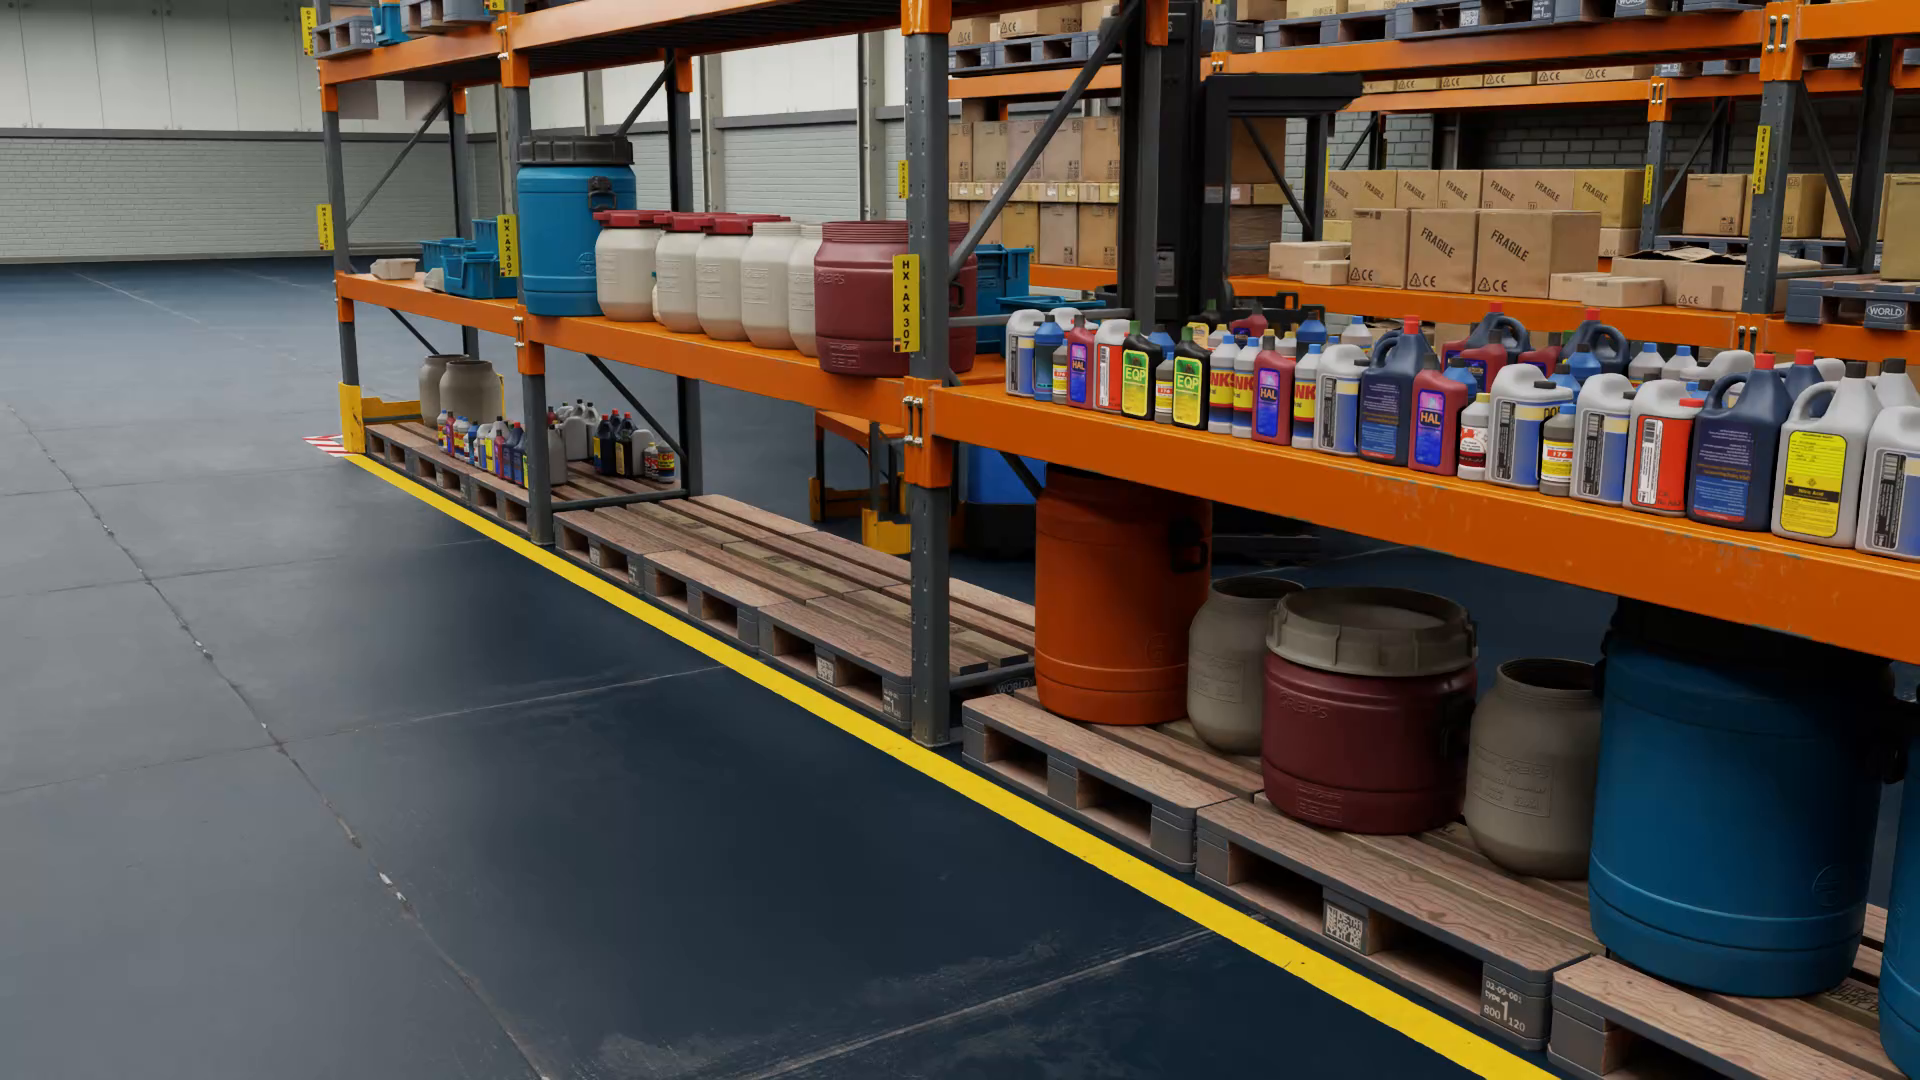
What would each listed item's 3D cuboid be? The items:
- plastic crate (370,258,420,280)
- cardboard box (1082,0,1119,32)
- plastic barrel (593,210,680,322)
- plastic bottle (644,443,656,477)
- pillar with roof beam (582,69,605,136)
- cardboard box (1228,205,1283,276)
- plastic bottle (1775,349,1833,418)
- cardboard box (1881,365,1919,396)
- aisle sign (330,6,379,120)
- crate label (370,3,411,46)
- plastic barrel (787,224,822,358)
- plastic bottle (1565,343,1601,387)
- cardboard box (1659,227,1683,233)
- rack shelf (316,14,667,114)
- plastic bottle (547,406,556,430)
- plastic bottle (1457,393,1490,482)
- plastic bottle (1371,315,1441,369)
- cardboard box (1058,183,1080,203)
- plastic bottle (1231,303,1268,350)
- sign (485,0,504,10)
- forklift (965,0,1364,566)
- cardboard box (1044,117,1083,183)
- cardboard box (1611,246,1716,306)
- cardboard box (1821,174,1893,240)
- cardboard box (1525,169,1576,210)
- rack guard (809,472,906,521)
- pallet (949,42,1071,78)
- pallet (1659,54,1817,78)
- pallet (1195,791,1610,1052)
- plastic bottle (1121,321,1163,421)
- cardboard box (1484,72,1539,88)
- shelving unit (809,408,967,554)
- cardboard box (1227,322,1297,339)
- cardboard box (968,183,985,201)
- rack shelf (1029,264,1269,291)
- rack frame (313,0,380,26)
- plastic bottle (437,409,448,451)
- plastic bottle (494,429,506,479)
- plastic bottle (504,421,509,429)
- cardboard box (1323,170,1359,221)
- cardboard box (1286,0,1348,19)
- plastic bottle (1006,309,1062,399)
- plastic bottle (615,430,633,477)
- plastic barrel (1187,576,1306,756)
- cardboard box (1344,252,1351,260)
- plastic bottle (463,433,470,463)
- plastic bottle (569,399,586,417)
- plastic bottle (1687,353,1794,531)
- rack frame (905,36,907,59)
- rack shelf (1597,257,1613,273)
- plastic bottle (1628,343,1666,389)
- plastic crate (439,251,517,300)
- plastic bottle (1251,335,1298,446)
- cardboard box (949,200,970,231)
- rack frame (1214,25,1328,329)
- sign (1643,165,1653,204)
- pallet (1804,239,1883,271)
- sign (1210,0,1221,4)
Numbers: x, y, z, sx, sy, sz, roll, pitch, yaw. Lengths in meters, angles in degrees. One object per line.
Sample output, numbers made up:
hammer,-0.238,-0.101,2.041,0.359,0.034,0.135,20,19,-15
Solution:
plastic crate,-3.931,-1.880,11.557,0.298,0.136,0.250,-8,15,-33
cardboard box,1.375,-4.178,12.872,0.797,0.503,0.637,-6,14,-27
plastic barrel,-1.595,-1.365,8.266,0.433,0.535,0.433,0,12,0
plastic bottle,-1.867,-0.488,10.091,0.097,0.201,0.097,0,12,0
pillar with roof beam,-11.685,-10.047,34.239,9.100,9.000,0.400,-8,15,-33
cardboard box,1.932,-2.208,12.202,0.700,0.500,0.500,-9,15,-34
plastic bottle,1.725,-0.223,3.475,0.144,0.351,0.185,-8,15,-33
cardboard box,7.591,-1.262,12.935,0.700,0.500,0.500,-8,15,-33
aisle sign,-4.443,-3.455,12.053,0.394,0.787,0.004,-8,15,-33
crate label,-3.397,-3.227,10.425,0.502,0.251,0.408,-8,15,-33
plastic barrel,-0.474,-0.996,6.633,0.421,0.512,0.421,0,12,0
plastic bottle,1.639,-0.384,4.399,0.097,0.271,0.097,0,12,0
cardboard box,6.223,-2.713,15.052,0.500,0.250,0.500,-8,15,-32
rack shelf,-3.051,-2.965,10.560,1.077,0.370,4.000,-8,15,-33
plastic bottle,-2.748,-0.759,11.139,0.061,0.283,0.133,-8,15,-33
plastic bottle,1.230,-0.244,3.923,0.097,0.201,0.097,0,12,0
plastic bottle,1.150,-0.411,4.335,0.144,0.351,0.185,-8,15,-33
cardboard box,1.002,-2.742,13.128,0.380,0.149,0.250,-8,14,-31
plastic bottle,0.980,-0.664,5.651,0.061,0.283,0.133,-8,15,-33
sign,-2.407,-2.902,8.567,0.100,0.325,0.005,-8,15,-33
forklift,1.564,-1.411,8.955,3.031,2.935,1.130,1,12,3
cardboard box,1.097,-3.109,13.288,0.700,0.500,0.500,-8,15,-33
cardboard box,4.065,-1.508,9.444,0.500,0.311,0.500,-8,15,-33
cardboard box,7.253,-2.623,13.073,0.700,0.500,0.500,-6,14,-25
cardboard box,5.504,-3.106,15.093,0.500,0.500,0.500,-8,15,-33
rack guard,-0.612,-0.263,9.981,0.587,0.250,0.087,-5,13,-21
pallet,0.337,-4.086,14.208,1.003,0.211,1.213,-8,15,-33
pallet,6.558,-3.919,13.680,1.213,0.211,1.003,-8,15,-33
pallet,1.417,0.931,4.612,1.003,0.211,1.213,-8,15,-33
plastic bottle,0.537,-0.500,4.900,0.061,0.283,0.133,-8,15,-33
cardboard box,5.211,-4.438,15.332,0.500,0.500,0.500,-9,15,-35
shelving unit,-0.429,-0.775,9.395,0.587,1.500,1.083,-5,13,-21
cardboard box,2.186,-1.429,12.571,0.500,0.500,0.500,-8,15,-33
cardboard box,0.290,-2.971,14.176,0.380,0.149,0.250,-8,15,-33
rack shelf,1.075,-2.085,13.559,1.077,0.370,4.000,-8,15,-33
rack frame,-4.159,-5.137,11.790,1.000,3.000,0.127,-8,15,-33
plastic bottle,-3.414,-0.729,11.032,0.097,0.271,0.097,0,12,0
plastic bottle,-2.771,-0.522,10.054,0.061,0.283,0.133,-7,14,-29
plastic bottle,-2.823,-0.597,10.399,0.061,0.283,0.133,-8,15,-33
cardboard box,4.103,-3.562,17.176,0.500,0.500,0.500,-8,15,-33
cardboard box,2.516,-3.567,11.000,0.500,0.250,0.500,-6,14,-27
plastic bottle,0.244,-0.608,5.411,0.152,0.276,0.135,-8,15,-33
plastic bottle,-2.045,-0.533,10.107,0.061,0.283,0.133,-8,15,-33
plastic barrel,0.946,0.401,5.346,0.421,0.512,0.421,0,12,0
cardboard box,2.823,-1.880,11.254,0.396,0.266,0.258,-9,15,-34
plastic bottle,-3.114,-0.599,10.599,0.097,0.201,0.097,0,12,0
plastic bottle,-2.488,-0.751,10.945,0.144,0.351,0.185,-7,14,-30
plastic bottle,1.605,-0.206,3.397,0.144,0.351,0.185,-8,15,-33
rack frame,-0.033,-5.723,14.468,1.000,3.000,0.127,-8,15,-33
rack shelf,5.196,-2.672,16.243,1.077,0.370,4.000,-8,15,-33
plastic bottle,1.813,-0.384,4.398,0.097,0.271,0.097,0,12,0
plastic crate,-2.782,-1.587,9.946,0.499,0.251,0.616,-8,15,-33
plastic bottle,0.846,-0.401,4.445,0.061,0.283,0.133,-8,15,-33
cardboard box,0.215,-2.756,14.711,0.700,0.500,0.500,-8,15,-33
rack frame,2.183,-2.081,11.855,1.000,3.000,0.127,-8,15,-33
sign,5.857,-3.025,14.147,0.100,0.325,0.005,-8,15,-33
pallet,7.390,-2.210,12.895,1.003,0.211,1.213,-8,15,-33
sign,1.722,-3.771,11.170,0.100,0.325,0.005,-8,15,-33
